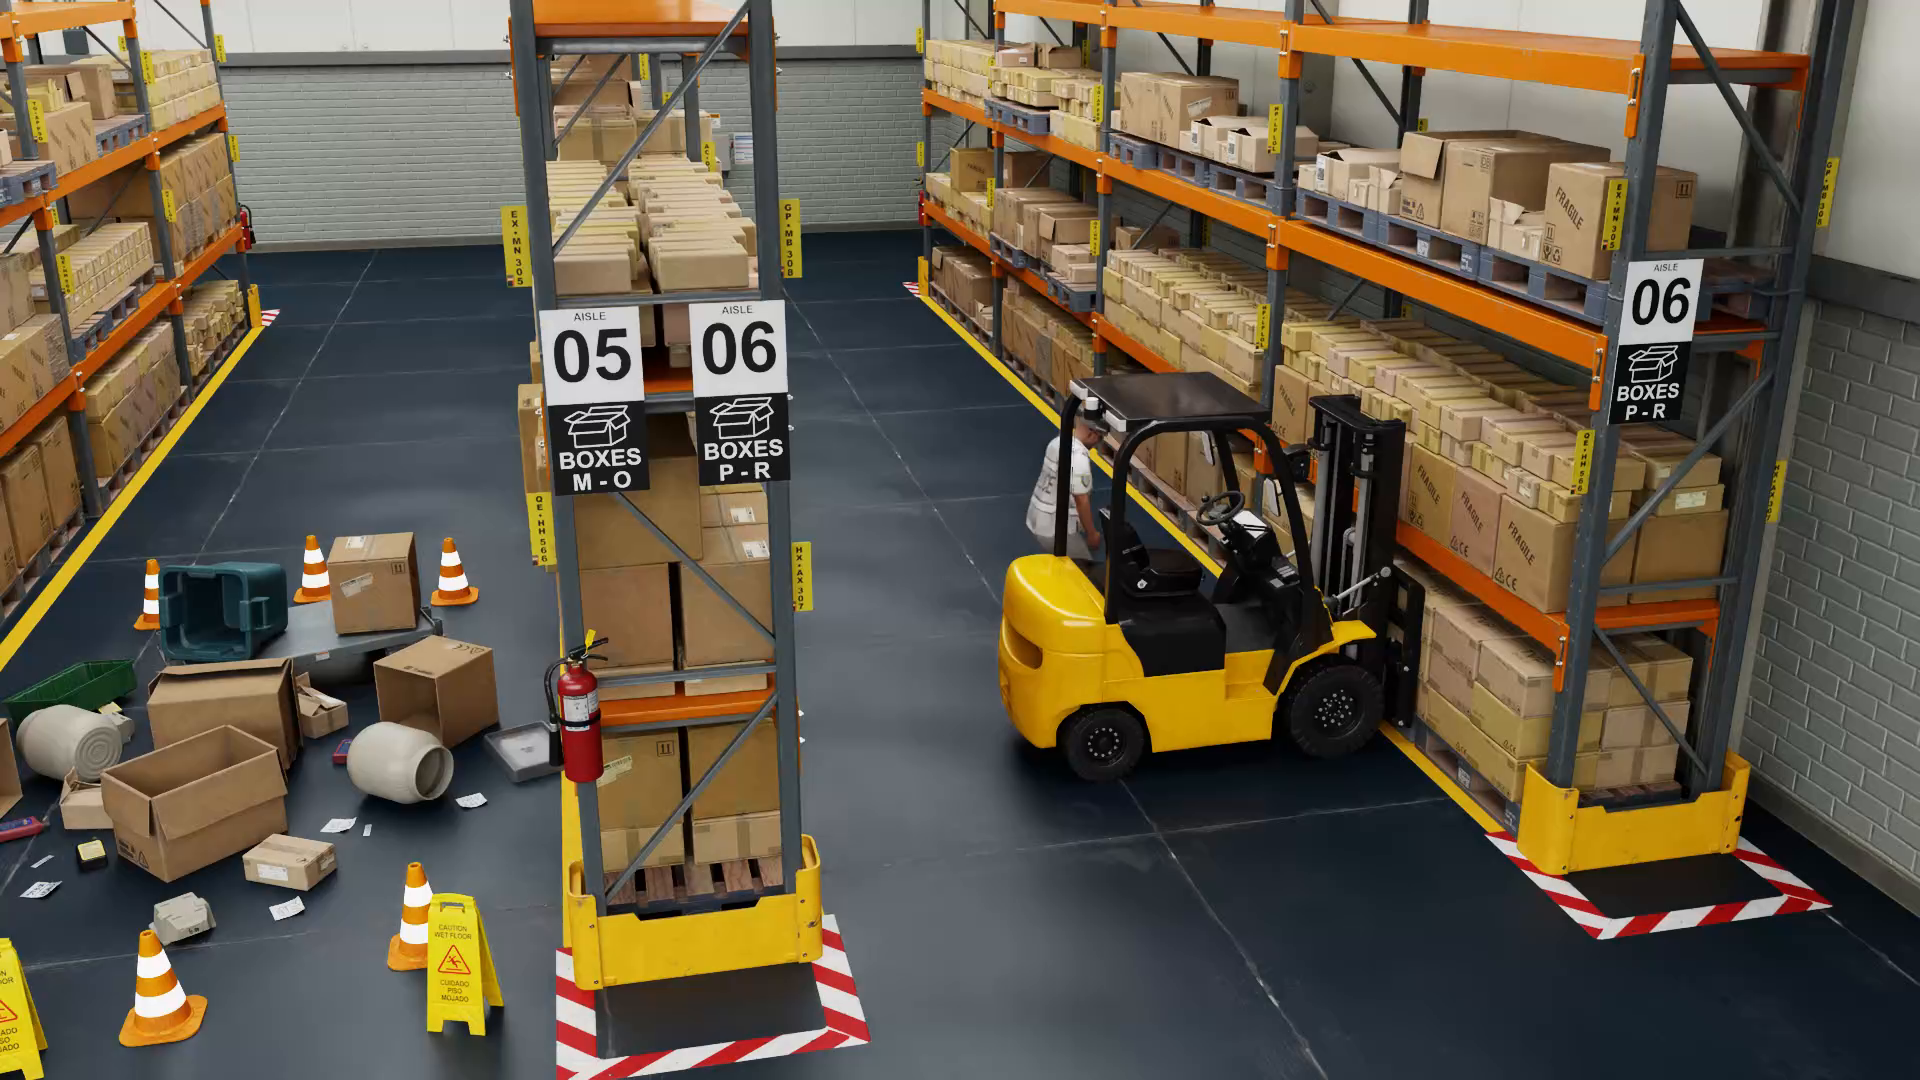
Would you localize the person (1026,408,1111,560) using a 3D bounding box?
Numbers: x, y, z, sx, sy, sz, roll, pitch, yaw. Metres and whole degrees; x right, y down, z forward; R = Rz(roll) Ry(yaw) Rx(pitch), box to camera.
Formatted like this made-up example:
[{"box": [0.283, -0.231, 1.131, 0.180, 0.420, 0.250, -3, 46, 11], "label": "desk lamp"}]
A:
[{"box": [0.755, -0.095, 11.500, 0.585, 1.650, 0.571, -4, 20, -11], "label": "person"}]
